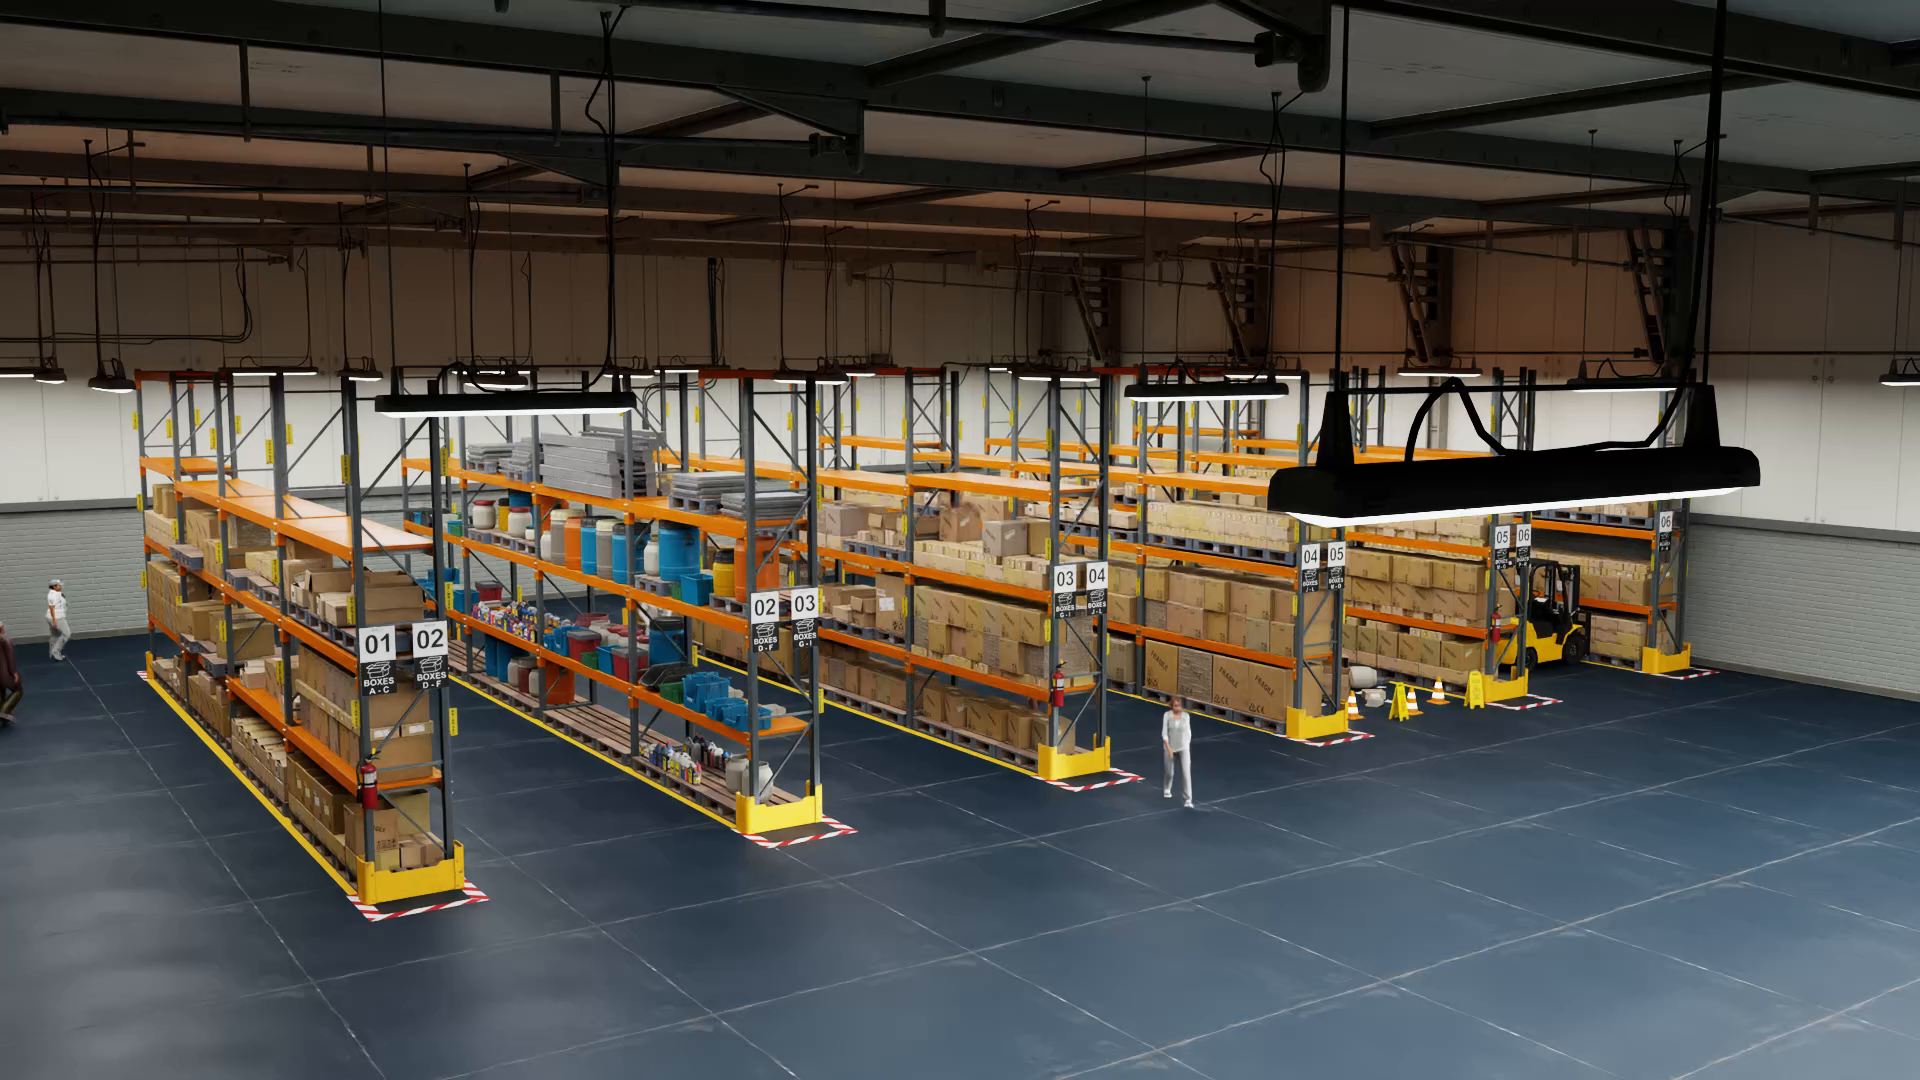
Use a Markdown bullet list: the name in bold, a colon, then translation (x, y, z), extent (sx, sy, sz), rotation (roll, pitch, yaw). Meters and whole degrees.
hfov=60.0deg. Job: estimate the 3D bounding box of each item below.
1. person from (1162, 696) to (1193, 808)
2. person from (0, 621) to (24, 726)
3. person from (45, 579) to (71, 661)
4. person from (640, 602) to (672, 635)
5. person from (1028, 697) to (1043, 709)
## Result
- **person**: translation (3.059, 2.938, 23.326), extent (0.445, 1.552, 0.764), rotation (1, 7, 9)
- **person**: translation (-16.264, 2.268, 28.195), extent (0.624, 1.778, 0.568), rotation (1, 7, 10)
- **person**: translation (-18.591, 1.643, 34.262), extent (0.436, 1.686, 0.507), rotation (-4, 8, -32)
- **person**: translation (-6.112, 1.729, 33.466), extent (0.728, 1.686, 0.657), rotation (-3, 7, -25)
- **person**: translation (1.251, 2.300, 28.560), extent (0.510, 1.652, 0.608), rotation (-2, 7, -20)
